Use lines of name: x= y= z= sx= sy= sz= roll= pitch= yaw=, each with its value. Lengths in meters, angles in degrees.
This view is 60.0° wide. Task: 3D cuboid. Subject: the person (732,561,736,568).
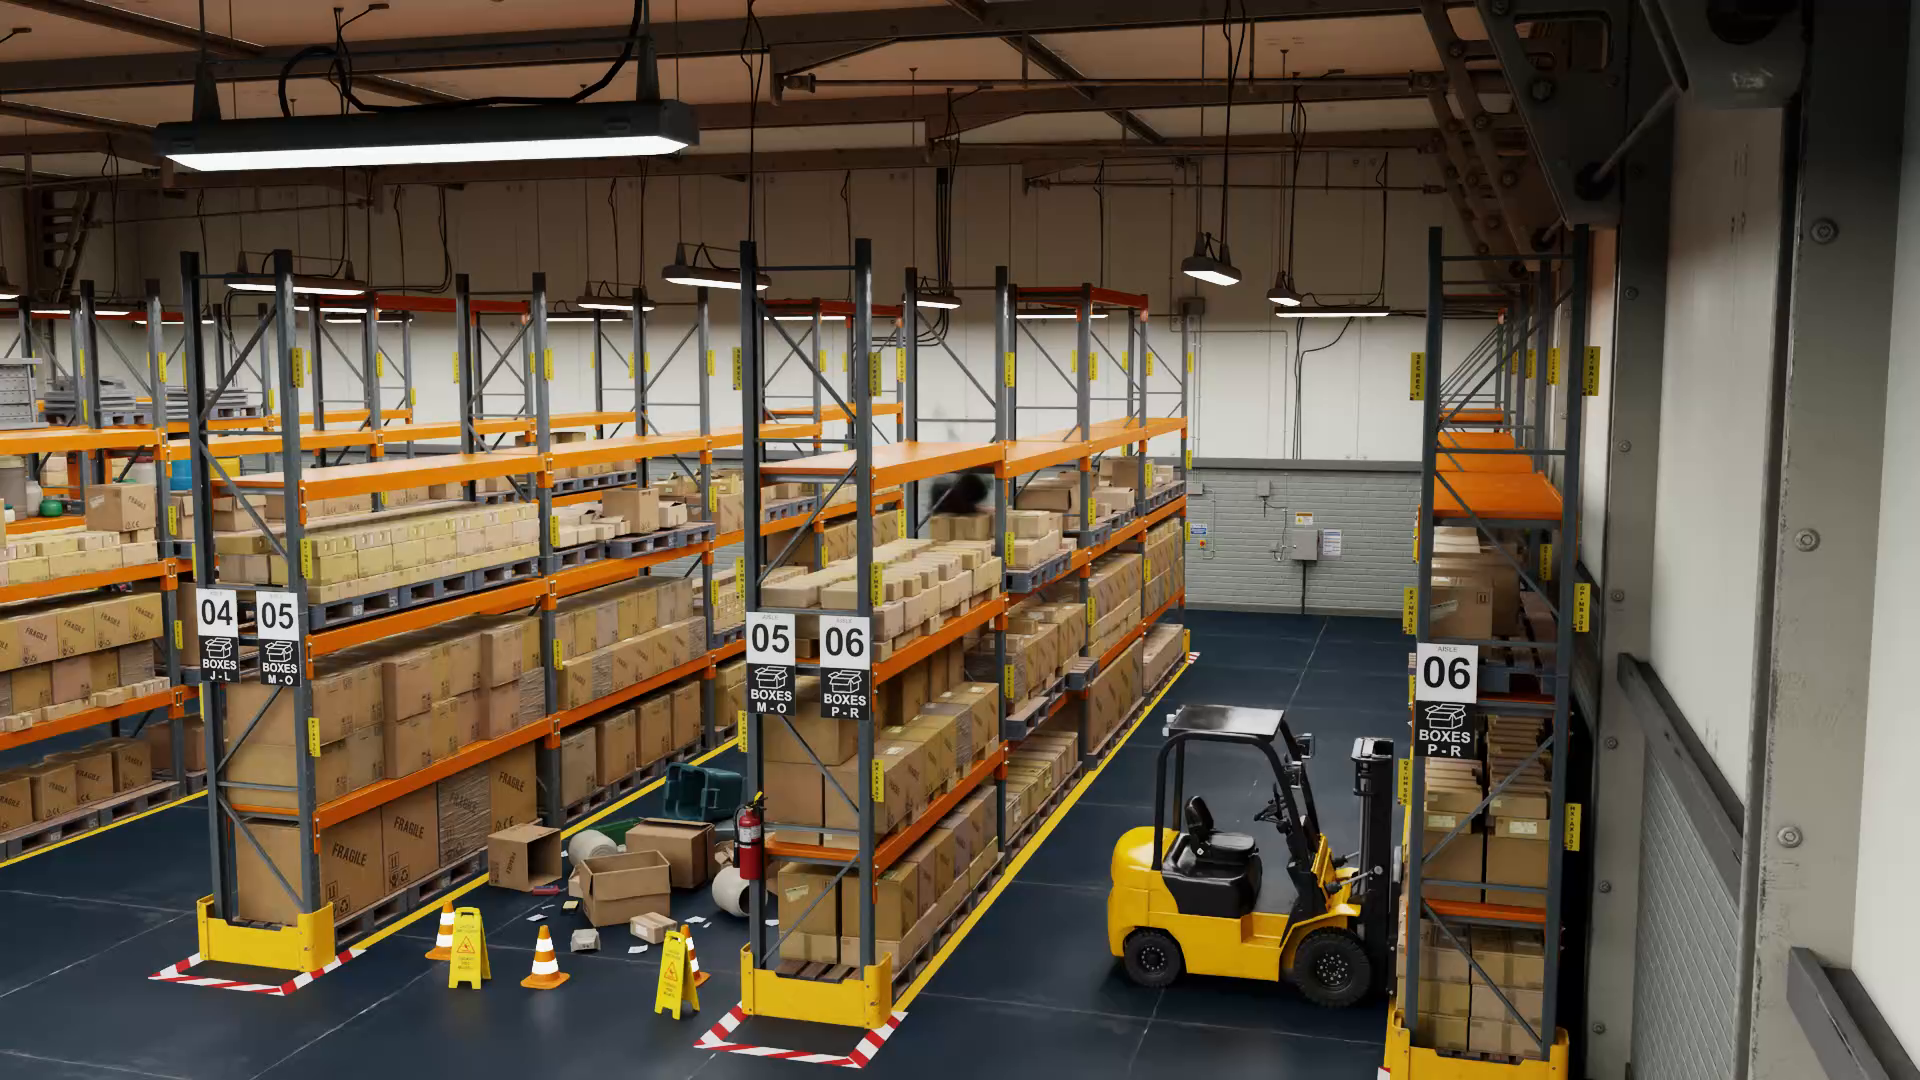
person: x=-3.699 y=1.183 z=27.944 sx=0.688 sy=1.711 sz=0.646 roll=2 pitch=7 yaw=17
